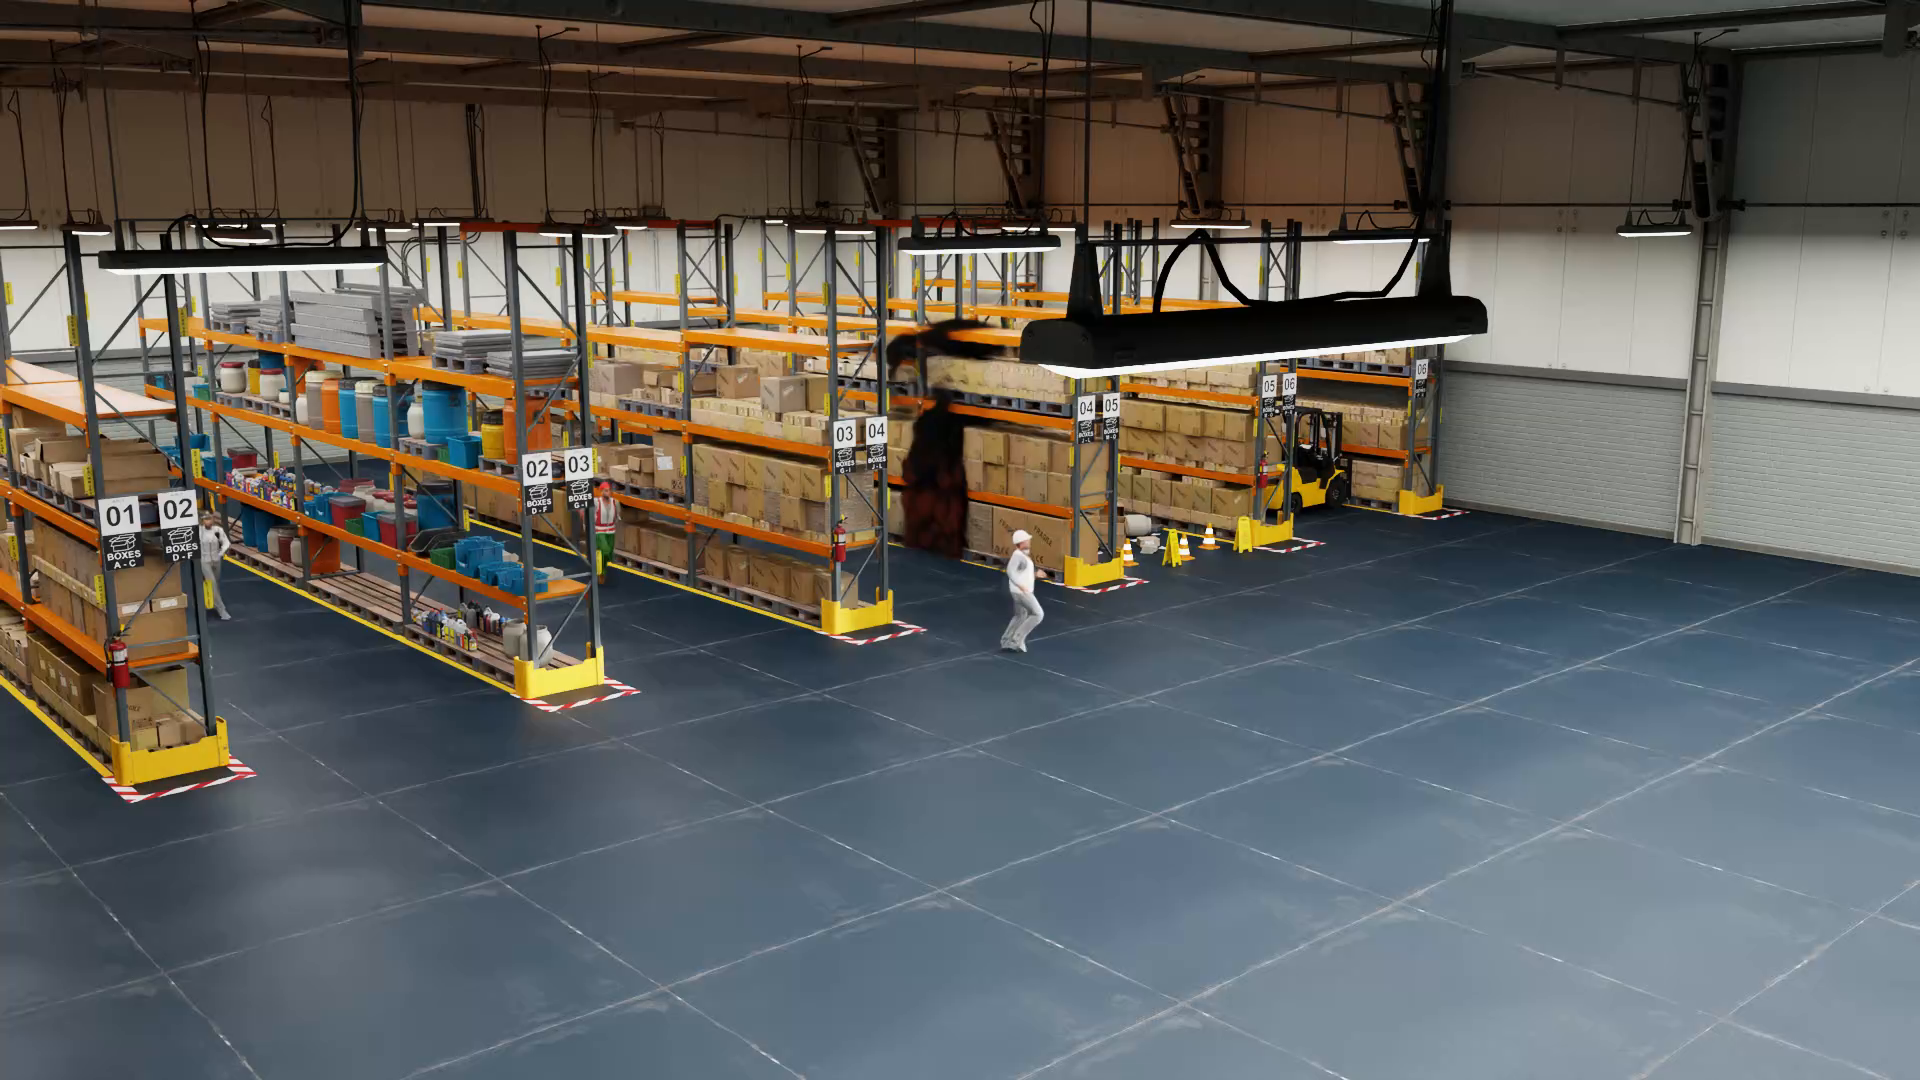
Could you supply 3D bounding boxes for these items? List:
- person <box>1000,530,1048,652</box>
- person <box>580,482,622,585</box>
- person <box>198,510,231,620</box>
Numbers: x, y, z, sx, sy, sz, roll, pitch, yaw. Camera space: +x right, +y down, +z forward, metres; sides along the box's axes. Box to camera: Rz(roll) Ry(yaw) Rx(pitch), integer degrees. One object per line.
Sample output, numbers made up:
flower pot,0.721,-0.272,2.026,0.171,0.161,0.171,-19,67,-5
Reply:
person,0.924,0.729,23.818,0.688,1.755,0.634,0,11,-1
person,-5.968,-0.112,27.928,0.647,1.750,0.735,-10,15,-42
person,-11.704,0.344,25.929,0.636,1.693,0.978,-10,15,-41
